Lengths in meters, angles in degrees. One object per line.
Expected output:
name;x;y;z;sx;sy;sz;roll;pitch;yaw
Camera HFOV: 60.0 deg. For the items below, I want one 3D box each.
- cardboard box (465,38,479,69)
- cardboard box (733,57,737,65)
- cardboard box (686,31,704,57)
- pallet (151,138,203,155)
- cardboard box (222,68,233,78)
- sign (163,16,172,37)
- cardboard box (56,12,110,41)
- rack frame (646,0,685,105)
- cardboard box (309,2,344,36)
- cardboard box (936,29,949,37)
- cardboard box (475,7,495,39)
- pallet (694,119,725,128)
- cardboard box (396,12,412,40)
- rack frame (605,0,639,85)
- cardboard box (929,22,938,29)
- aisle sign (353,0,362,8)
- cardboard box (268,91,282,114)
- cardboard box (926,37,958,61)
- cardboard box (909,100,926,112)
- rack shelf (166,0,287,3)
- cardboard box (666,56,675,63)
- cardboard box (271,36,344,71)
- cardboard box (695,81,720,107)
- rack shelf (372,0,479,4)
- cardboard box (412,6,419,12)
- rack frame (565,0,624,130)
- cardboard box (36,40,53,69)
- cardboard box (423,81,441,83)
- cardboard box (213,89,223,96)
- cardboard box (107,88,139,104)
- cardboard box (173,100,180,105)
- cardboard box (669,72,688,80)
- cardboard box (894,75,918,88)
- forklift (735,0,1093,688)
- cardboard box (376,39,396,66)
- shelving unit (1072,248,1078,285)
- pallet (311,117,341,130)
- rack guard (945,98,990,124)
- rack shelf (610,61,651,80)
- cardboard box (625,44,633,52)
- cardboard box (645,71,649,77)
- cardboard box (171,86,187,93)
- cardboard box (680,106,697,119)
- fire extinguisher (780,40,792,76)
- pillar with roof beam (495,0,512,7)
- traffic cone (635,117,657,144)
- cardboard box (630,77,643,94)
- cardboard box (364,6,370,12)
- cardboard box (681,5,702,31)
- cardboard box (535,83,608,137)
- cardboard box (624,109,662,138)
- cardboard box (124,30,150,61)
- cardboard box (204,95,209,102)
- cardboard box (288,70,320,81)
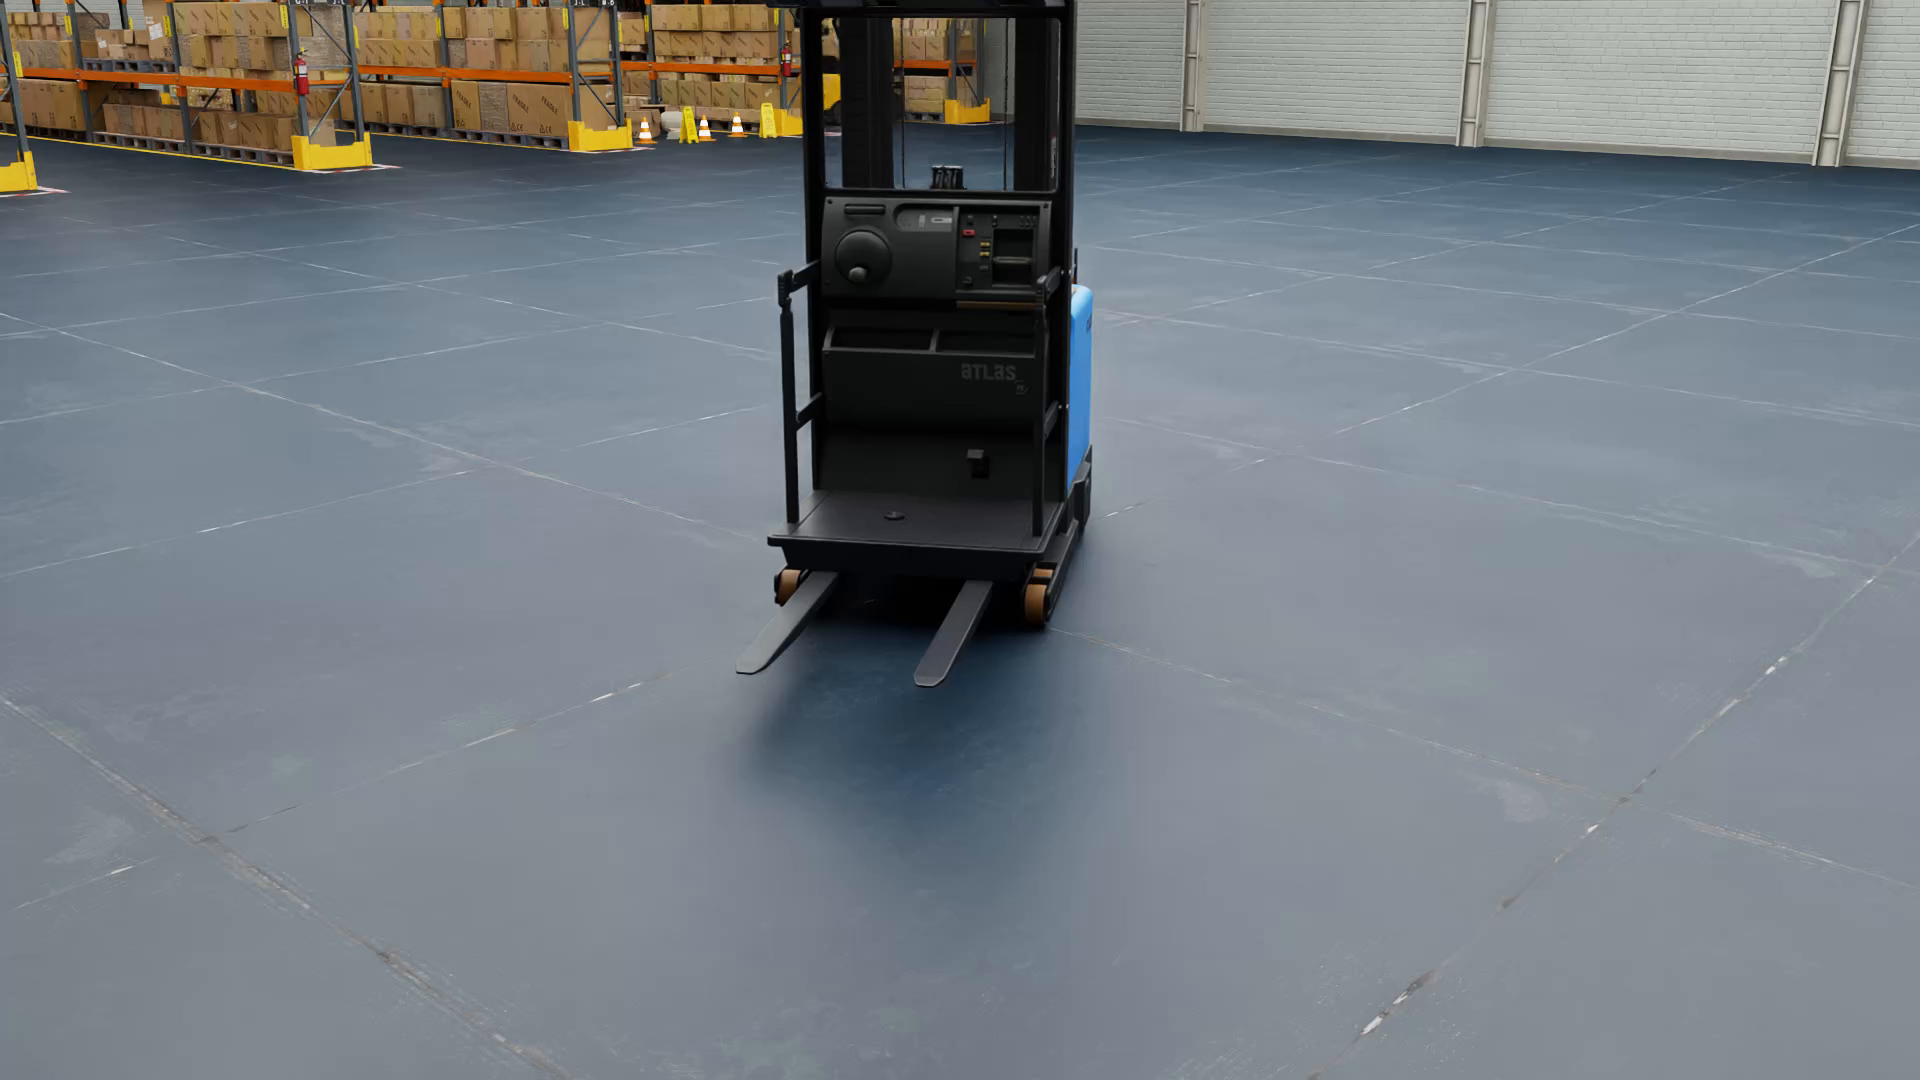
cardboard box;-8.635;-9.043;30.900;0.550;0.550;0.875;15;23;39
cardboard box;-4.317;-9.603;33.326;0.250;0.149;0.380;15;23;40
cardboard box;-5.233;-10.127;33.907;0.500;0.500;0.500;15;23;39
pallet;-13.296;-6.873;28.920;1.213;0.211;1.003;15;23;39
cardboard box;-11.621;-7.517;26.755;0.250;0.149;0.380;15;23;39
sign;-13.079;-8.472;27.434;0.005;0.325;0.100;15;23;39
cardboard box;-16.241;-9.526;30.845;0.637;0.503;0.797;16;24;41
rack frame;-6.135;-10.289;35.072;0.127;3.000;1.000;15;23;39
cardboard box;-9.952;-8.081;25.807;0.500;0.500;0.500;15;23;39
cardboard box;-0.297;-10.972;35.989;0.250;0.149;0.380;15;23;40
cardboard box;-8.291;-9.429;30.330;0.550;0.550;0.875;15;23;39
pallet;-5.609;-8.833;35.094;1.213;0.211;1.003;15;23;39
cardboard box;-10.484;-9.975;32.267;0.500;0.500;0.700;15;23;40
rack frame;-8.827;-13.019;43.674;0.127;3.000;1.000;15;23;39
cardboard box;-0.464;-11.175;36.134;0.250;0.149;0.380;15;23;39
aisle sign;-15.357;-13.886;42.109;0.004;0.787;0.394;15;23;39
cardboard box;-14.555;-9.449;35.865;0.500;0.500;0.500;16;24;42
cardboard box;-0.394;-10.696;36.191;0.500;0.500;0.500;14;23;38
cardboard box;-0.778;-9.624;36.828;0.500;0.250;0.500;15;23;39
rack shelf;-11.217;-8.732;26.397;4.000;0.370;1.077;15;23;39
cardboard box;-5.889;-9.994;34.559;0.250;0.149;0.380;16;24;41
cardboard box;-10.114;-7.549;25.784;0.500;0.500;0.875;15;23;39
cardboard box;-5.078;-9.147;34.086;0.500;0.500;0.500;17;24;42
rack shelf;-10.841;-10.637;32.399;4.000;0.370;1.077;15;23;39
cardboard box;-13.067;-12.895;40.393;0.250;0.149;0.380;15;23;39
rack frame;-6.353;-8.345;28.948;0.127;3.000;1.000;15;23;39
cardboard box;-16.998;-9.145;31.304;0.500;0.500;0.500;14;22;38
cardboard box;-13.187;-11.204;41.497;0.875;0.438;0.875;14;22;38
cardboard box;-16.582;-10.086;37.469;0.250;0.149;0.380;14;22;37
cardboard box;-15.184;-8.098;30.333;0.500;0.250;0.500;16;24;41
cardboard box;-18.141;-10.221;38.879;0.250;0.149;0.380;16;23;40
cardboard box;-5.819;-9.627;34.525;0.250;0.149;0.380;15;23;40
cardboard box;-1.173;-10.197;36.983;0.500;0.250;0.500;15;23;40
forklift;-0.135;-1.179;6.481;1.130;2.935;3.031;3;18;10
cardboard box;-11.050;-9.545;32.562;0.500;0.500;0.500;15;23;39
shelving unit;0.306;-0.845;8.290;0.503;1.200;0.258;4;18;14
pallet;-12.920;-8.780;34.927;1.213;0.211;1.003;15;23;39
rack guard;0.167;-9.413;36.445;0.348;0.500;1.175;15;23;39
rack shelf;-7.631;-10.347;36.446;4.000;0.370;1.077;15;23;39
cardboard box;-6.889;-10.467;35.355;0.250;0.149;0.380;14;22;38
cardboard box;-7.901;-12.007;42.851;0.250;0.149;0.380;15;23;39
cardboard box;-18.154;-10.501;38.775;0.250;0.149;0.380;14;22;37
cardboard box;-5.466;-8.894;34.529;0.500;0.250;0.500;17;24;42
fire extinguisher;-3.364;-9.321;32.152;0.183;0.674;0.296;15;23;39
pillar with roof beam;-16.094;-16.453;44.577;0.400;9.000;9.100;15;23;39
traffic cone;-5.808;-7.564;30.680;0.334;0.463;0.336;15;23;39
cardboard box;-8.209;-11.775;43.192;0.500;0.500;0.500;15;23;39
cardboard box;-14.667;-13.283;41.616;0.250;0.149;0.380;16;24;41
cardboard box;-5.225;-10.603;33.752;0.500;0.500;0.700;14;23;38
cardboard box;-6.904;-7.654;29.588;0.875;0.875;0.875;15;23;40
cardboard box;-6.138;-8.075;32.225;0.637;0.503;0.797;0;18;2
cardboard box;-14.071;-8.623;28.959;0.797;0.503;0.637;-15;23;-40
cardboard box;-17.078;-10.128;38.092;0.250;0.149;0.380;17;24;42
cardboard box;-10.071;-7.134;25.548;0.250;0.149;0.380;15;23;39
